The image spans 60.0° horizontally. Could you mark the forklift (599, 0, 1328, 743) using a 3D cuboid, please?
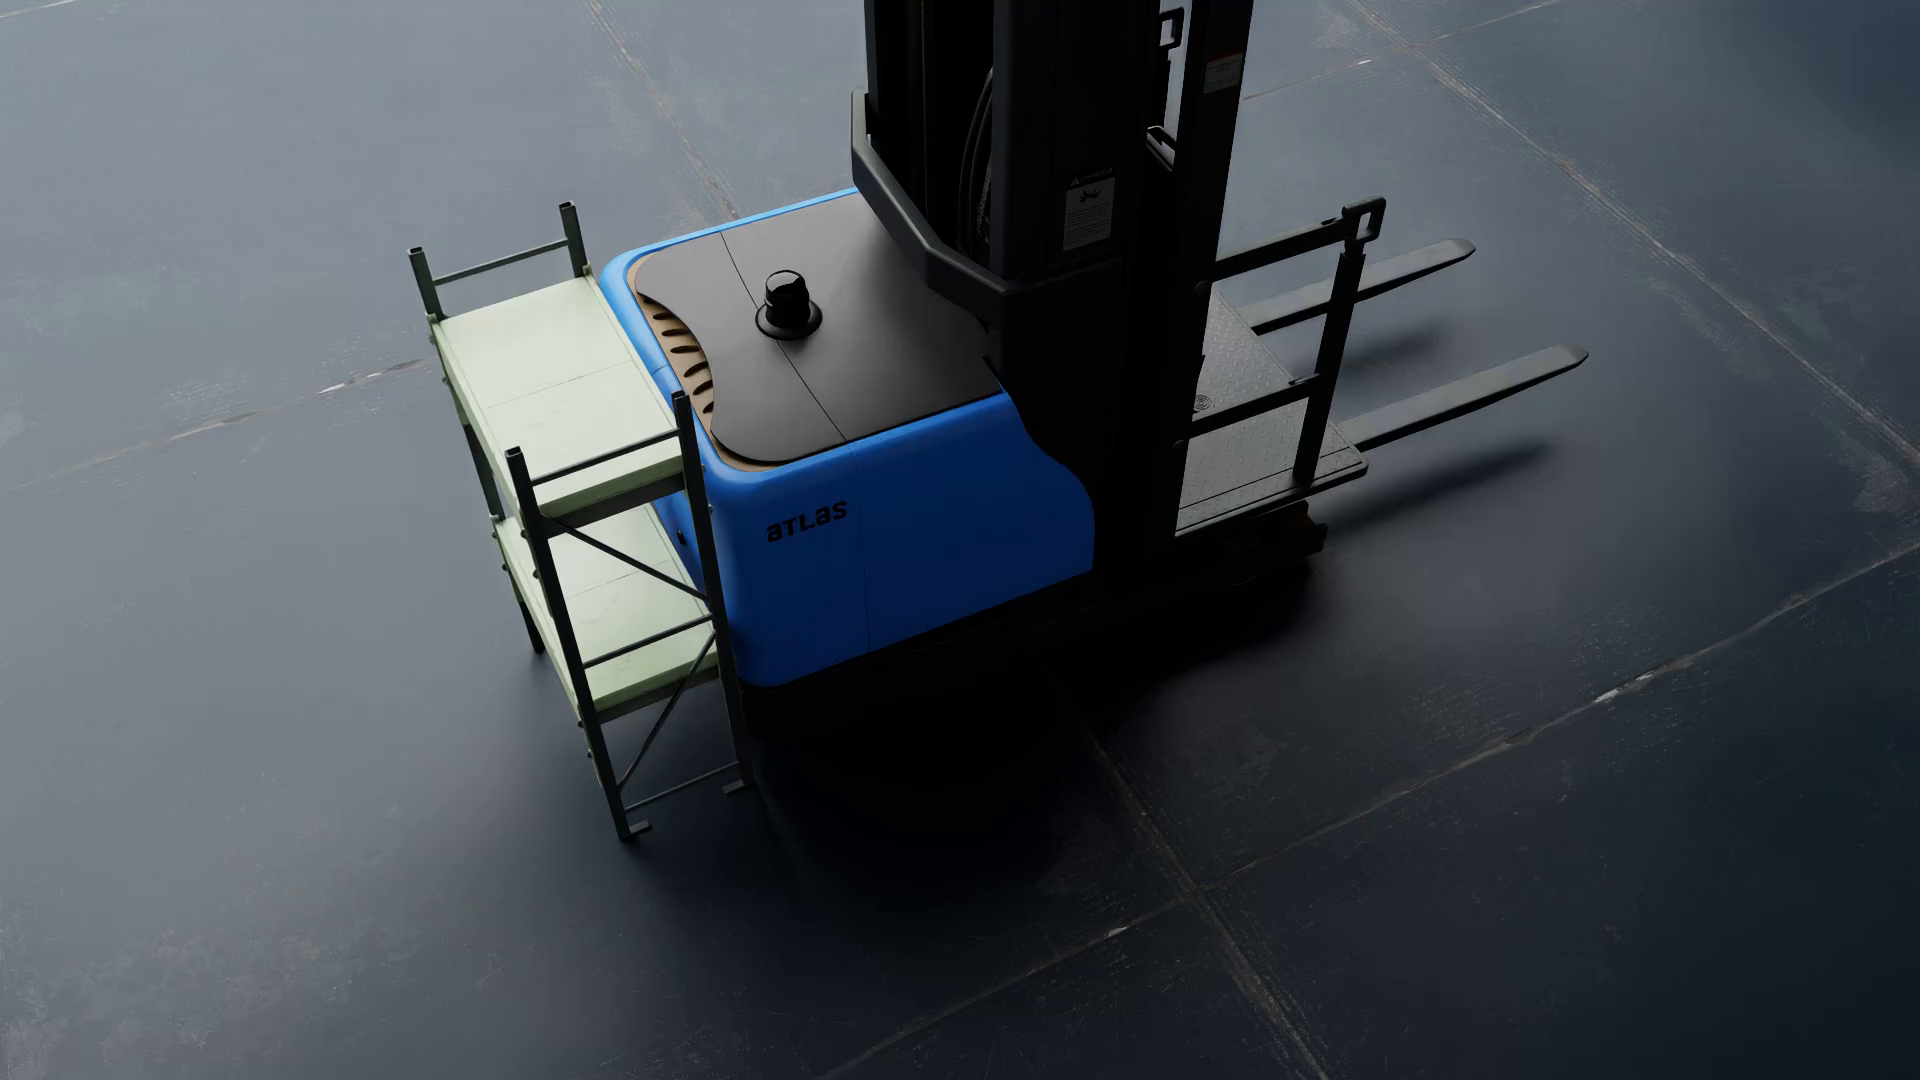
[{"bbox_3d":[0.568,-1.168,4.324,3.031,2.935,1.130,-20,52,-16],"label":"forklift"}]

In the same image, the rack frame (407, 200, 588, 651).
[{"bbox_3d":[-1.097,-0.240,4.463,0.400,1.500,0.023,-22,52,-18],"label":"rack frame"}]

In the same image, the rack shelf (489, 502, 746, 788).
[{"bbox_3d":[-0.927,0.218,4.496,0.431,0.370,0.720,-22,52,-18],"label":"rack shelf"}]

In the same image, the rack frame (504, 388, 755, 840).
[{"bbox_3d":[-0.756,0.248,4.037,0.400,1.500,0.023,-22,52,-18],"label":"rack frame"}]

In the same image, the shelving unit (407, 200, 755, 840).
[{"bbox_3d":[-0.927,0.004,4.250,0.431,1.500,0.755,-22,52,-18],"label":"shelving unit"}]

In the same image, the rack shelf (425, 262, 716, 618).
[{"bbox_3d":[-0.927,-0.253,3.957,0.431,0.370,0.720,-22,52,-18],"label":"rack shelf"}]
